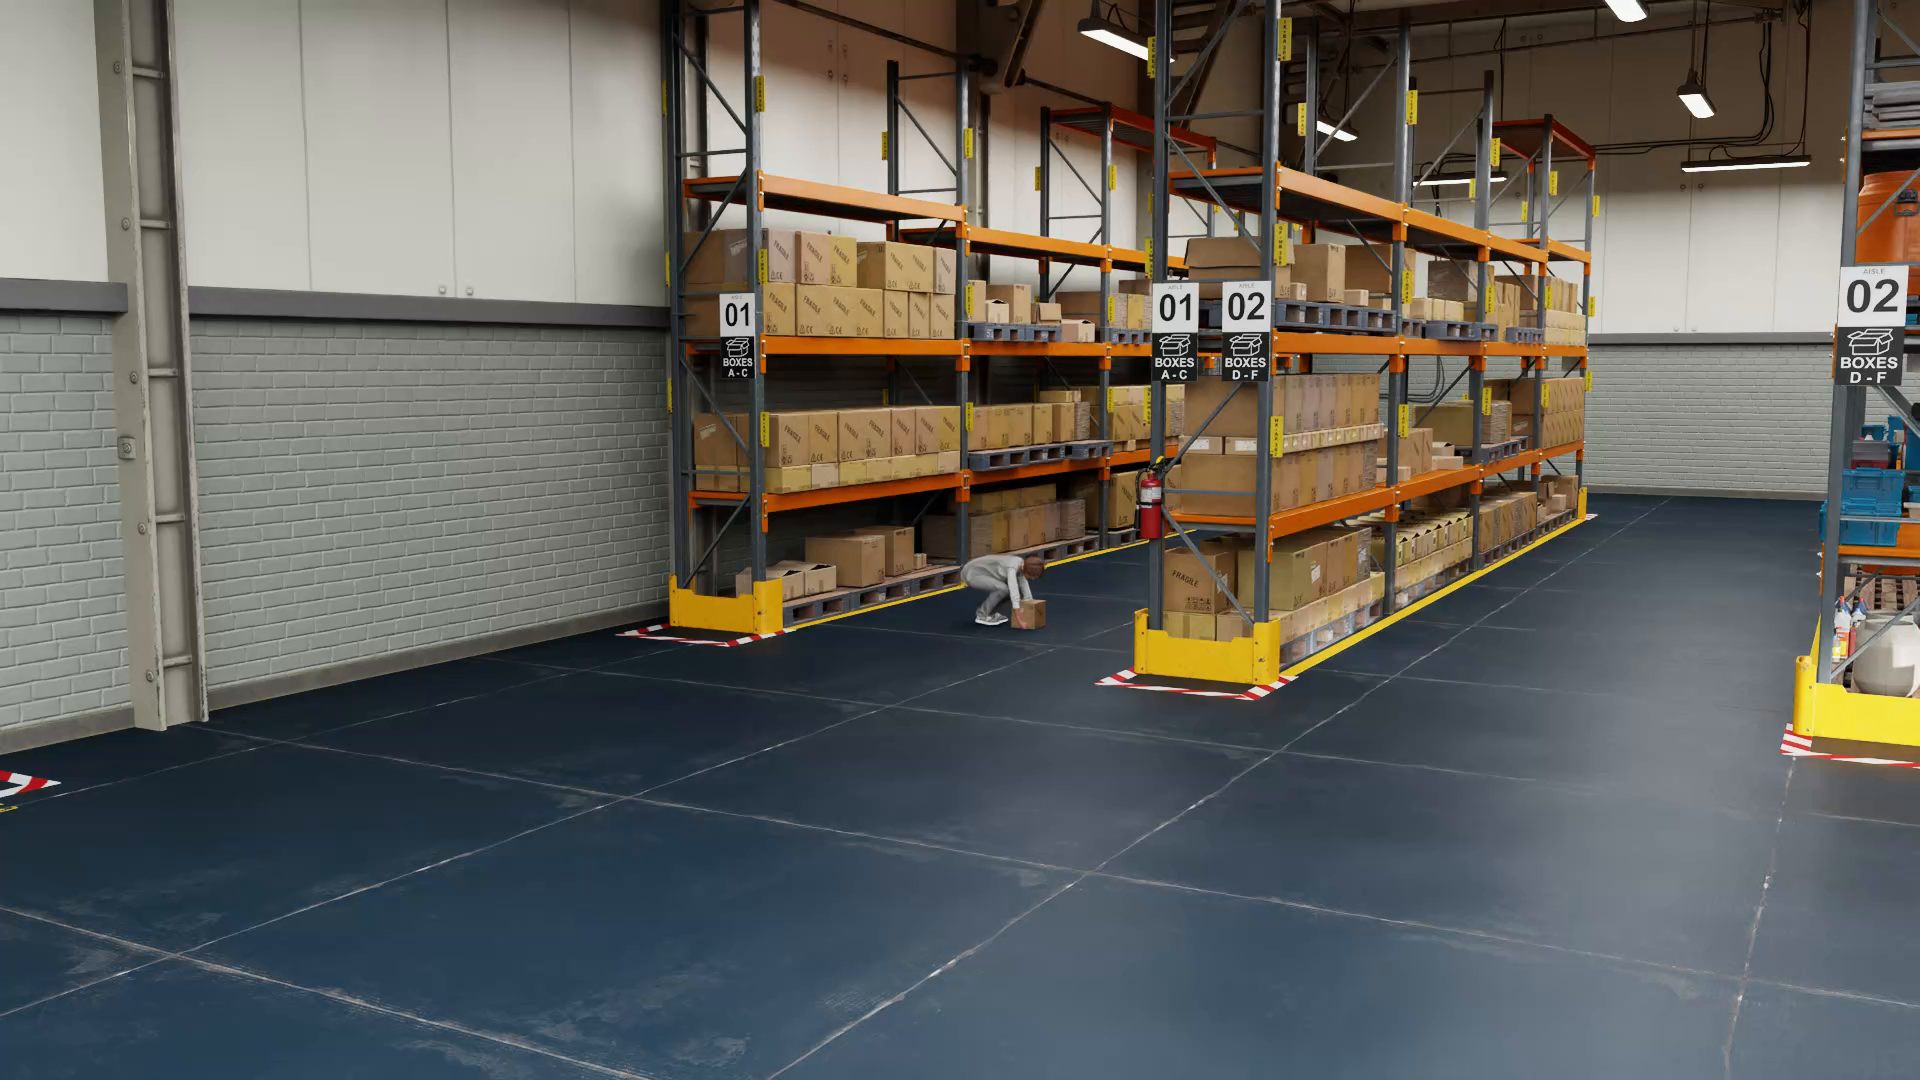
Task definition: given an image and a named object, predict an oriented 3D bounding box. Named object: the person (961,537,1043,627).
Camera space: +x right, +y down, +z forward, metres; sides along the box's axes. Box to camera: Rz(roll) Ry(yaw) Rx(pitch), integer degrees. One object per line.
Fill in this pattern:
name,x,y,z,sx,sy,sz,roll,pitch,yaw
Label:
person,0.422,0.406,16.288,0.856,0.847,0.425,3,7,26
